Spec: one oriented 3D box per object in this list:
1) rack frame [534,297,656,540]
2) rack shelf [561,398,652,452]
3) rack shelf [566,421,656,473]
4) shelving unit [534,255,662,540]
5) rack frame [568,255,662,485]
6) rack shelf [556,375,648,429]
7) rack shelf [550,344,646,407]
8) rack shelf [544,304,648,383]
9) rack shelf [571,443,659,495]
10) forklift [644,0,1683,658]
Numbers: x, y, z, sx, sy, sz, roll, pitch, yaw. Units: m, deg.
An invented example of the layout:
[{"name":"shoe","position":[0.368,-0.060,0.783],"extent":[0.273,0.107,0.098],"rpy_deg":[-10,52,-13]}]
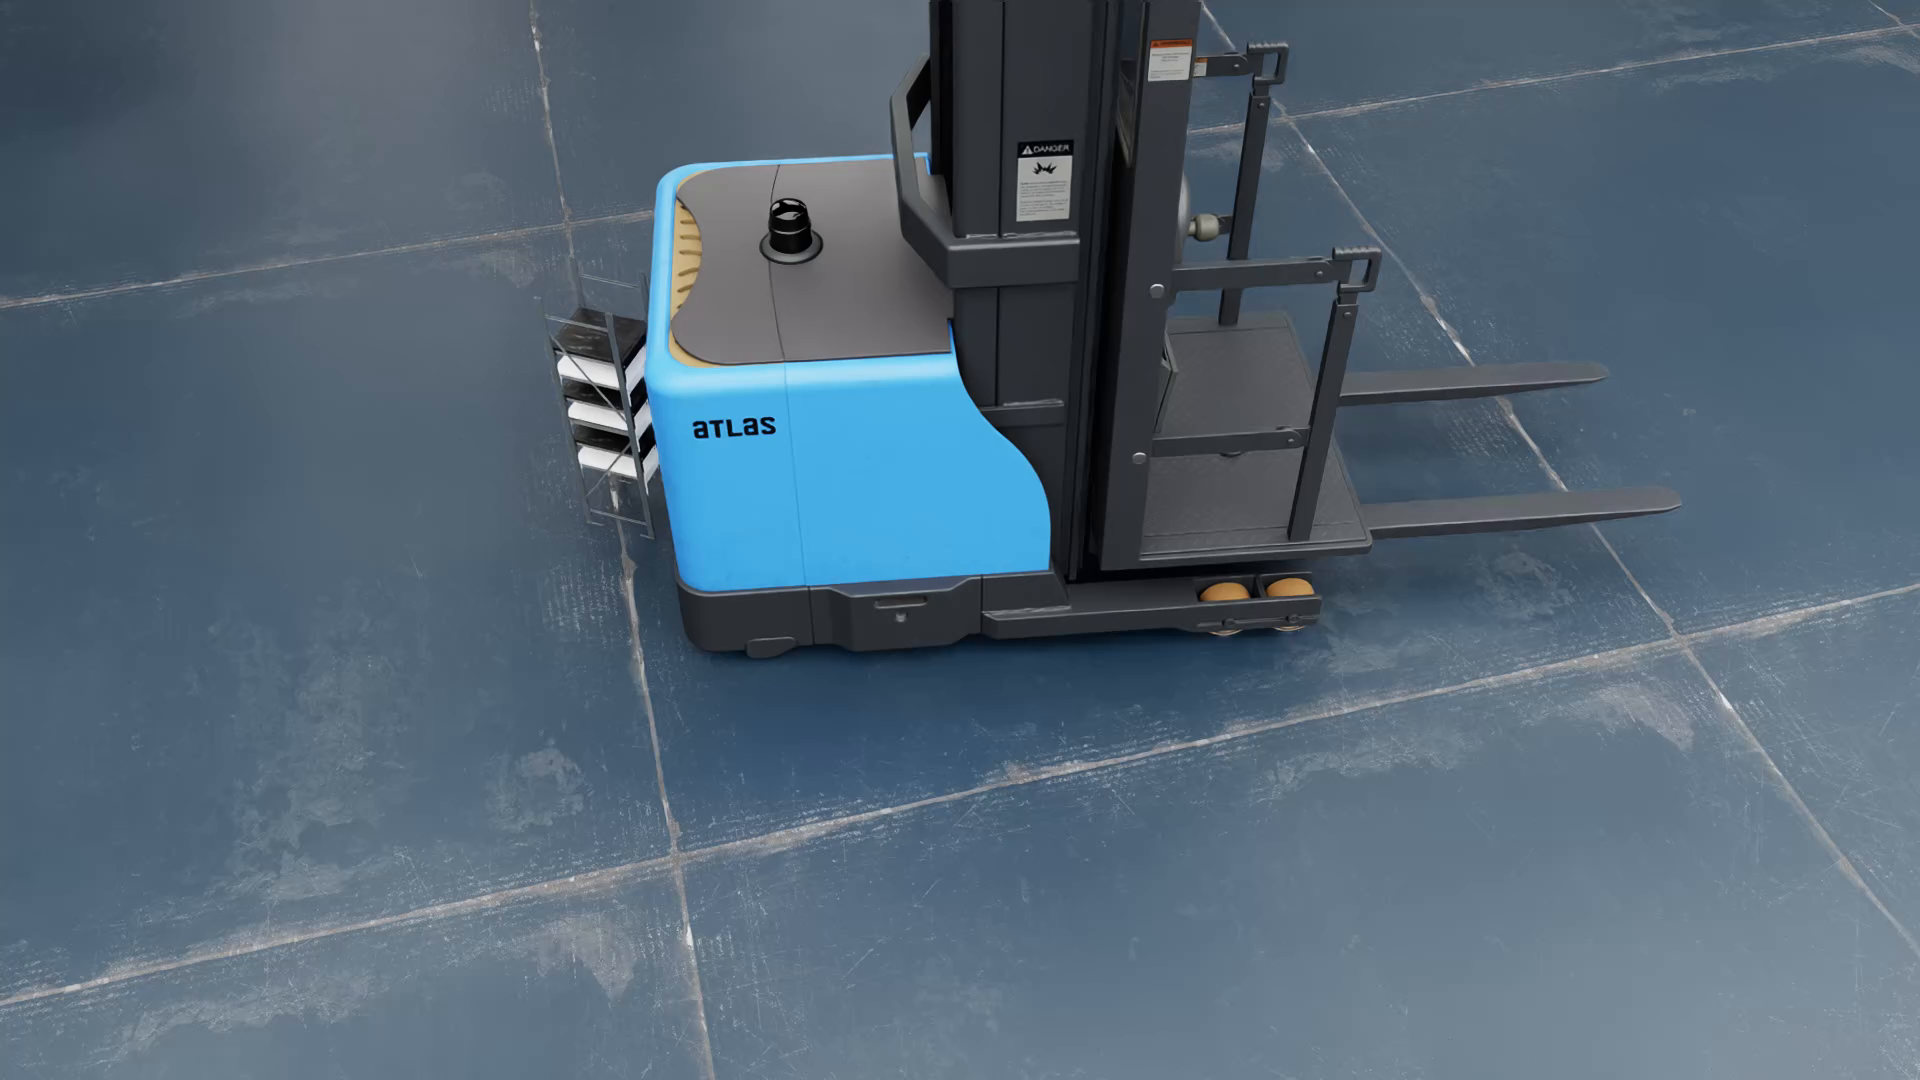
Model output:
[{"name":"rack frame","position":[-1.077,-0.340,4.954],"extent":[0.240,0.900,0.006],"rpy_deg":[14,48,13]},{"name":"rack shelf","position":[-1.044,-0.387,5.044],"extent":[0.258,0.077,0.200],"rpy_deg":[14,48,13]},{"name":"rack shelf","position":[-1.044,-0.324,5.109],"extent":[0.258,0.077,0.200],"rpy_deg":[14,48,13]},{"name":"shelving unit","position":[-1.044,-0.410,5.020],"extent":[0.258,0.900,0.210],"rpy_deg":[14,48,13]},{"name":"rack frame","position":[-1.012,-0.479,5.087],"extent":[0.240,0.900,0.006],"rpy_deg":[14,48,13]},{"name":"rack shelf","position":[-1.044,-0.449,4.979],"extent":[0.258,0.077,0.200],"rpy_deg":[14,48,13]},{"name":"rack shelf","position":[-1.045,-0.512,4.915],"extent":[0.258,0.077,0.200],"rpy_deg":[14,48,13]},{"name":"rack shelf","position":[-1.045,-0.574,4.850],"extent":[0.258,0.077,0.200],"rpy_deg":[14,48,13]},{"name":"rack shelf","position":[-1.043,-0.262,5.174],"extent":[0.258,0.077,0.200],"rpy_deg":[14,48,13]},{"name":"forklift","position":[0.657,-1.116,4.292],"extent":[3.031,2.935,1.130],"rpy_deg":[-4,46,-4]}]
